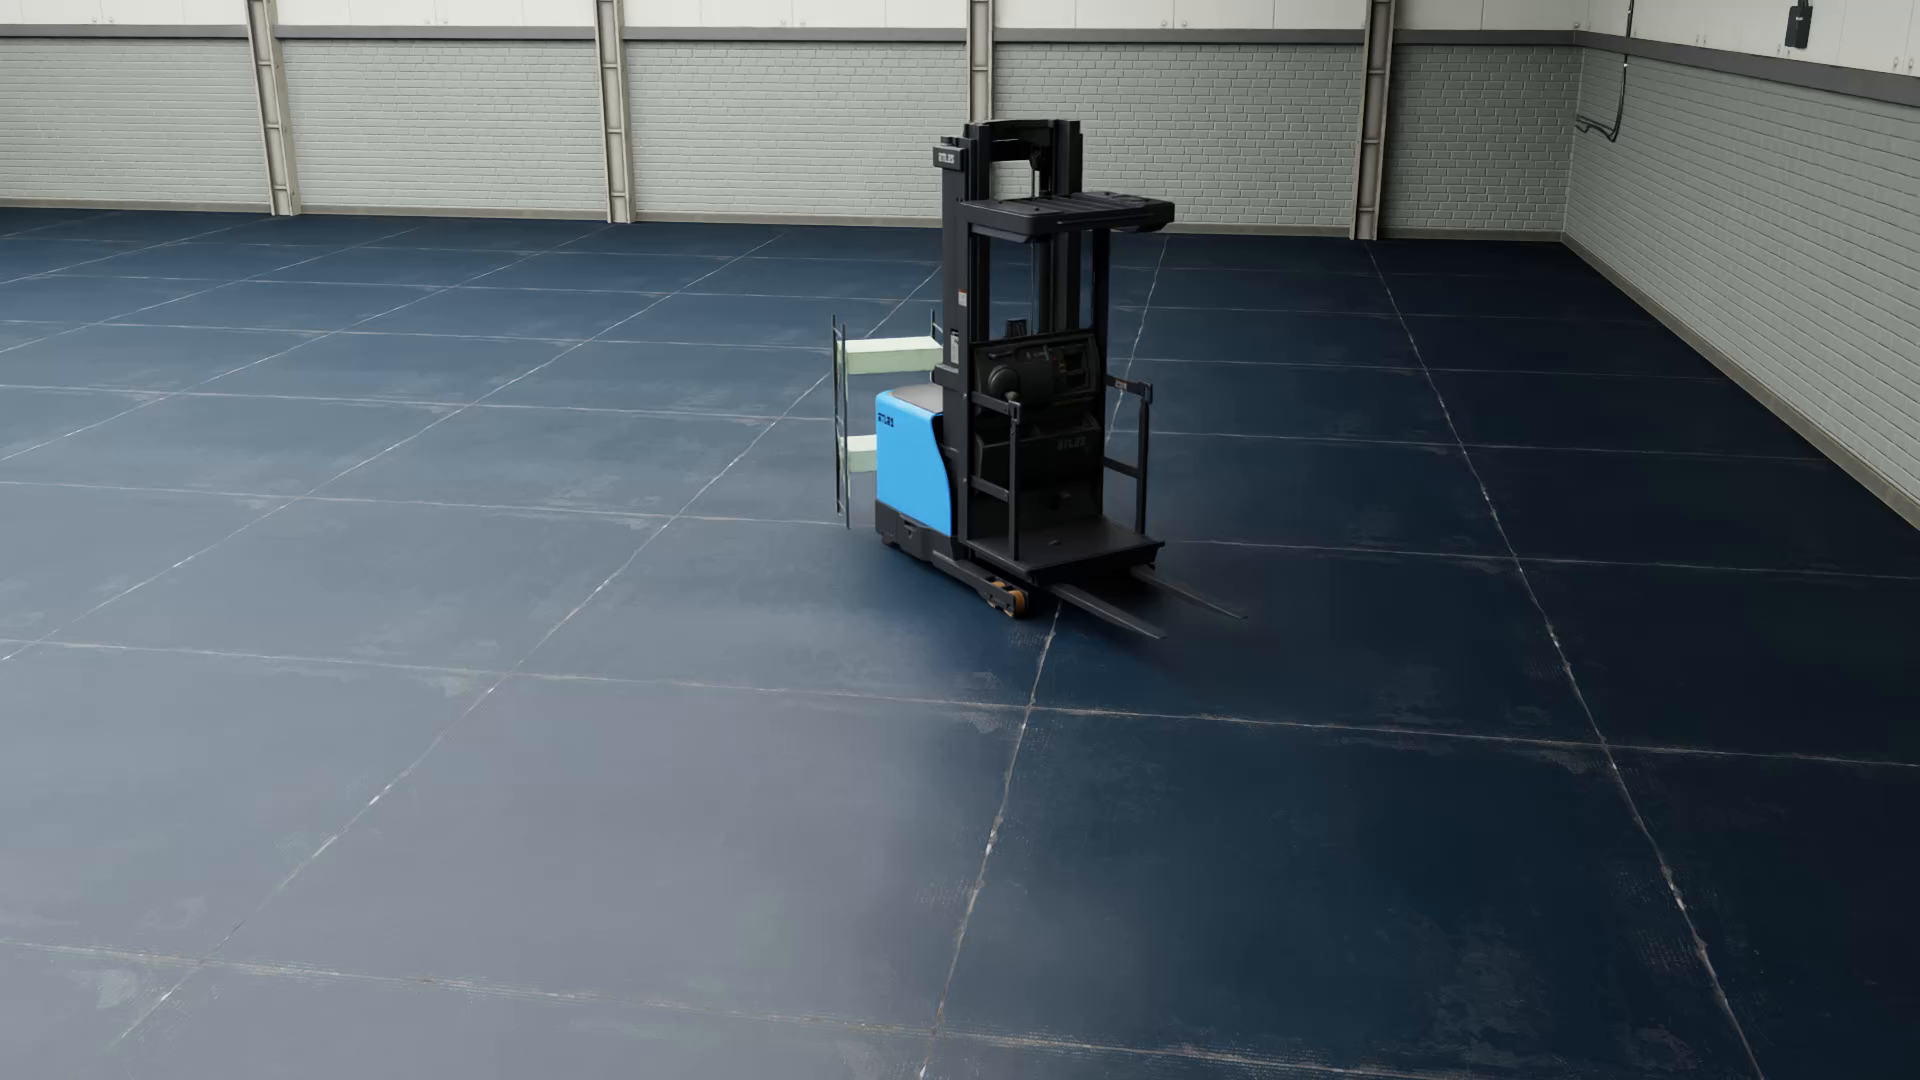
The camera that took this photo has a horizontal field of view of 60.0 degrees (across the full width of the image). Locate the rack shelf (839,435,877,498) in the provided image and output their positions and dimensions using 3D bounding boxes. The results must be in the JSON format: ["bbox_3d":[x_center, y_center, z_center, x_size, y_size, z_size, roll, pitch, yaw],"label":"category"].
[{"bbox_3d":[-0.505,-0.569,12.169,0.720,0.370,0.431,-5,19,-13],"label":"rack shelf"}]

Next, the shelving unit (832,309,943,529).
[{"bbox_3d":[-0.505,-0.879,12.065,0.755,1.500,0.431,-5,19,-13],"label":"shelving unit"}]

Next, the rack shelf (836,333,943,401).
[{"bbox_3d":[-0.505,-1.249,11.941,0.720,0.370,0.431,-5,19,-13],"label":"rack shelf"}]

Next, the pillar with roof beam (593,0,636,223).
[{"bbox_3d":[-6.285,-8.198,22.121,0.400,9.000,9.100,3,19,9],"label":"pillar with roof beam"}]

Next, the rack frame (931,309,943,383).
[{"bbox_3d":[-0.150,-0.907,12.150,0.023,1.500,0.400,-5,19,-13],"label":"rack frame"}]

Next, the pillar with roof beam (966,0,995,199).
[{"bbox_3d":[-0.361,-7.896,21.218,0.400,9.000,9.100,3,19,9],"label":"pillar with roof beam"}]

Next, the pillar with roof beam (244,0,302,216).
[{"bbox_3d":[-12.209,-8.499,23.023,0.400,9.000,9.100,3,19,9],"label":"pillar with roof beam"}]

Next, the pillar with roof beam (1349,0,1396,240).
[{"bbox_3d":[5.563,-7.594,20.316,0.400,9.000,9.100,3,19,9],"label":"pillar with roof beam"}]

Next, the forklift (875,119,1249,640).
[{"bbox_3d":[0.610,-1.082,10.417,1.130,2.935,3.031,-11,22,-30],"label":"forklift"}]

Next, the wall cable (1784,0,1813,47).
[{"bbox_3d":[7.423,-7.019,13.239,0.169,6.003,2.305,3,19,9],"label":"wall cable"}]

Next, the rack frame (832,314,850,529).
[{"bbox_3d":[-0.860,-0.850,11.980,0.023,1.500,0.400,-5,19,-13],"label":"rack frame"}]

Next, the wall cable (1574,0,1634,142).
[{"bbox_3d":[8.945,-6.907,23.158,0.112,2.526,3.097,3,19,9],"label":"wall cable"}]
